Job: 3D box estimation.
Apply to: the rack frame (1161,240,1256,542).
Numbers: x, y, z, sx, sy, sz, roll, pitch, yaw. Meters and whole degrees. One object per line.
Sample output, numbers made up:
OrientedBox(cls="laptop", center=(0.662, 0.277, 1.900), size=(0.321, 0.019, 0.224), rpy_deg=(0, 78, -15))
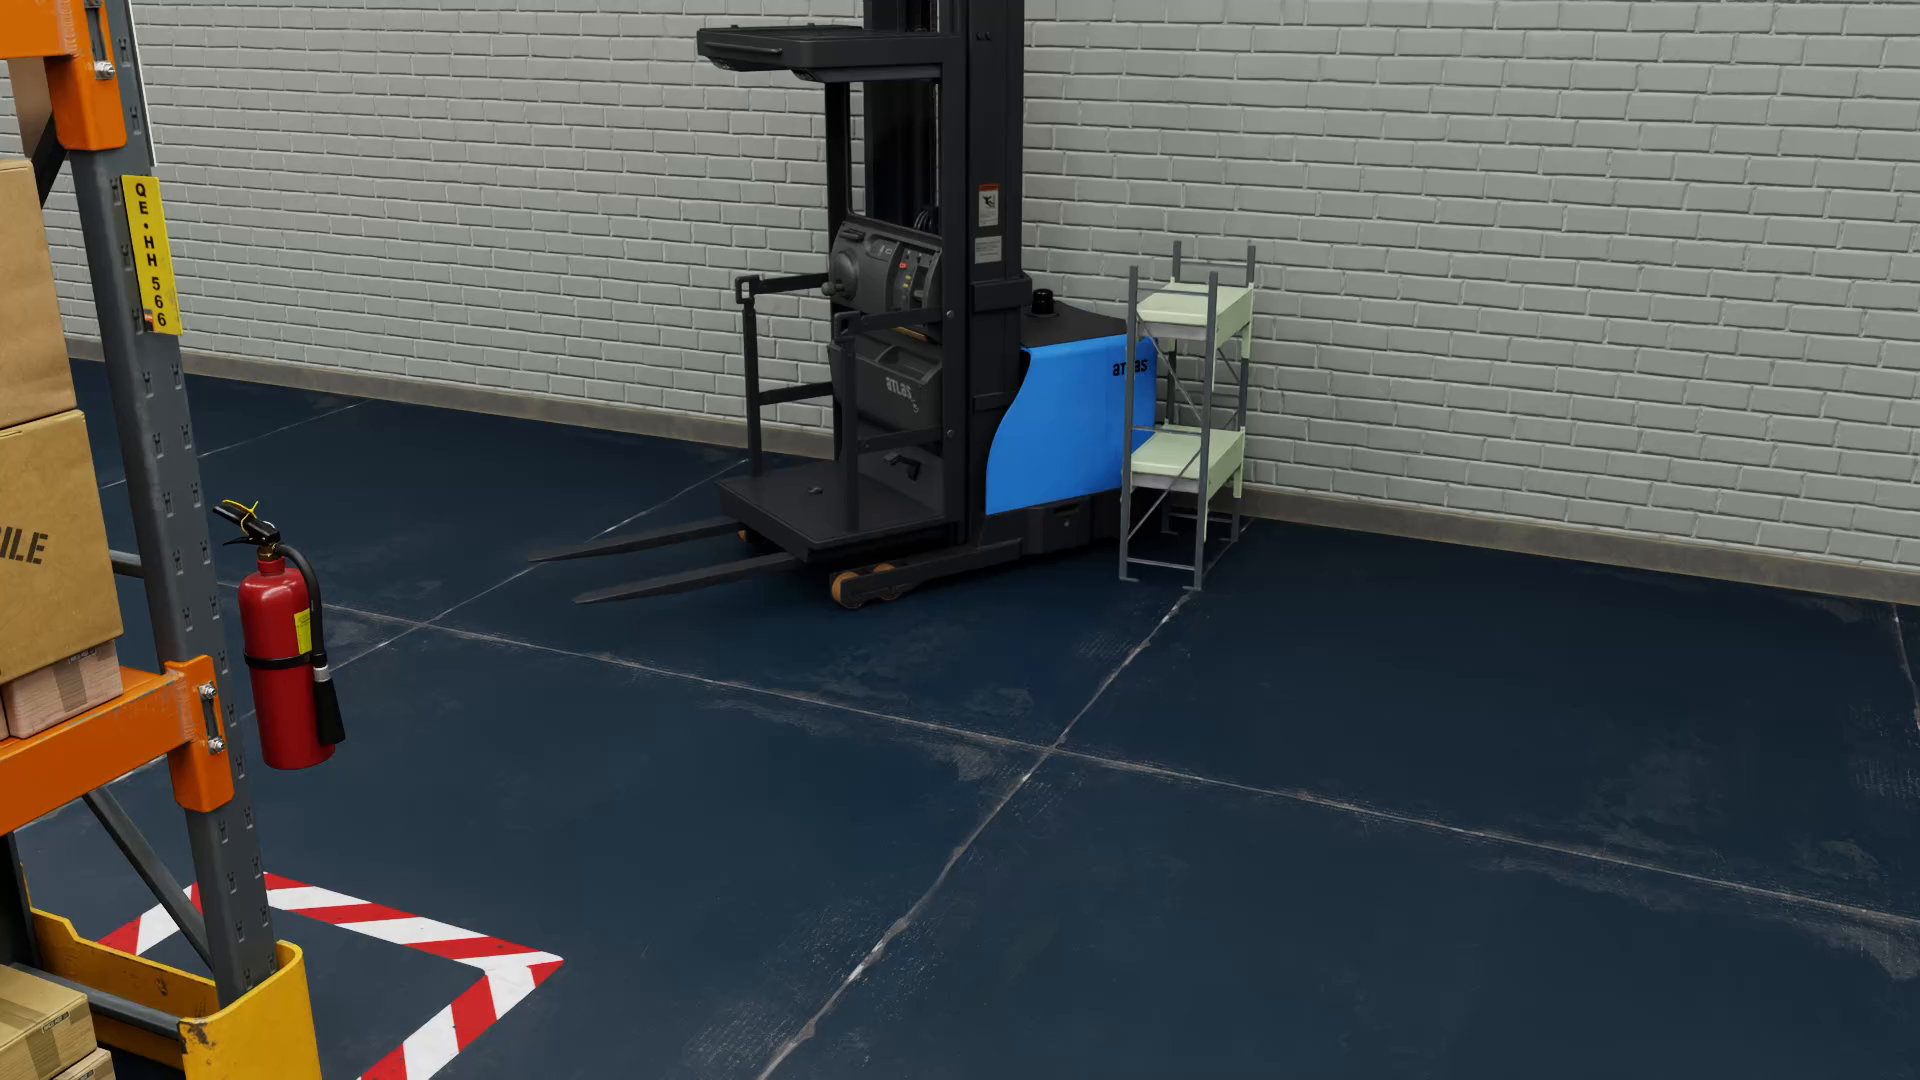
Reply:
OrientedBox(cls="rack frame", center=(1.226, -0.723, 8.263), size=(0.400, 1.500, 0.023), rpy_deg=(8, 21, 21))

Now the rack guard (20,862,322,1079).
OrientedBox(cls="rack guard", center=(-2.204, 1.224, 4.280), size=(1.175, 0.500, 0.348), rpy_deg=(9, 21, 23))

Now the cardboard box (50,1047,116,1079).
OrientedBox(cls="cardboard box", center=(-2.129, 1.229, 3.720), size=(0.380, 0.149, 0.250), rpy_deg=(8, 21, 21))

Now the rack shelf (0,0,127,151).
OrientedBox(cls="rack shelf", center=(-2.992, -0.440, 1.826), size=(1.077, 0.370, 4.000), rpy_deg=(9, 21, 23))

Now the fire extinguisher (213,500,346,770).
OrientedBox(cls="fire extinguisher", center=(-1.649, 0.222, 4.041), size=(0.296, 0.674, 0.183), rpy_deg=(9, 21, 23))

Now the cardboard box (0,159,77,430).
OrientedBox(cls="cardboard box", center=(-2.133, -0.461, 3.203), size=(0.500, 0.500, 0.500), rpy_deg=(8, 21, 22))

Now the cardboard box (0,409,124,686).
OrientedBox(cls="cardboard box", center=(-2.122, 0.009, 3.375), size=(0.500, 0.500, 0.500), rpy_deg=(9, 21, 24))

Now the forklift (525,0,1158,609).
OrientedBox(cls="forklift", center=(-0.529, -1.269, 7.662), size=(3.031, 2.935, 1.130), rpy_deg=(-12, 23, -30))

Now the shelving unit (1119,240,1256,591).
OrientedBox(cls="shelving unit", center=(1.086, -0.609, 7.944), size=(0.431, 1.500, 0.755), rpy_deg=(8, 21, 21))

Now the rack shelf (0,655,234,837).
OrientedBox(cls="rack shelf", center=(-2.992, 0.974, 2.328), size=(1.077, 0.370, 4.000), rpy_deg=(9, 21, 23))

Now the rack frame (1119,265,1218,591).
OrientedBox(cls="rack frame", center=(0.947, -0.496, 7.625), size=(0.400, 1.500, 0.023), rpy_deg=(8, 21, 21))

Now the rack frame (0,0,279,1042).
OrientedBox(cls="rack frame", center=(-2.173, 0.023, 3.927), size=(1.000, 3.000, 0.127), rpy_deg=(9, 21, 23))

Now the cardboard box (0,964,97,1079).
OrientedBox(cls="cardboard box", center=(-2.158, 1.085, 3.682), size=(0.380, 0.149, 0.250), rpy_deg=(9, 21, 23))

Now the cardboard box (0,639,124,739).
OrientedBox(cls="cardboard box", center=(-2.048, 0.280, 3.580), size=(0.380, 0.149, 0.250), rpy_deg=(9, 21, 23))

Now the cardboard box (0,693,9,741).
OrientedBox(cls="cardboard box", center=(-2.185, 0.351, 3.380), size=(0.380, 0.149, 0.250), rpy_deg=(9, 21, 23))

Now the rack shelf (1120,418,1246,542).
OrientedBox(cls="rack shelf", center=(1.086, -0.302, 8.053), size=(0.431, 0.370, 0.720), rpy_deg=(8, 21, 21))

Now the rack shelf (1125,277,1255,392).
OrientedBox(cls="rack shelf", center=(1.086, -0.977, 7.813), size=(0.431, 0.370, 0.720), rpy_deg=(8, 21, 21))

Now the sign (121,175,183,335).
OrientedBox(cls="sign", center=(-1.675, -0.589, 3.448), size=(0.100, 0.325, 0.005), rpy_deg=(9, 21, 23))

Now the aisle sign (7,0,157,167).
OrientedBox(cls="aisle sign", center=(-1.869, -1.183, 3.438), size=(0.394, 0.787, 0.004), rpy_deg=(9, 21, 23))
